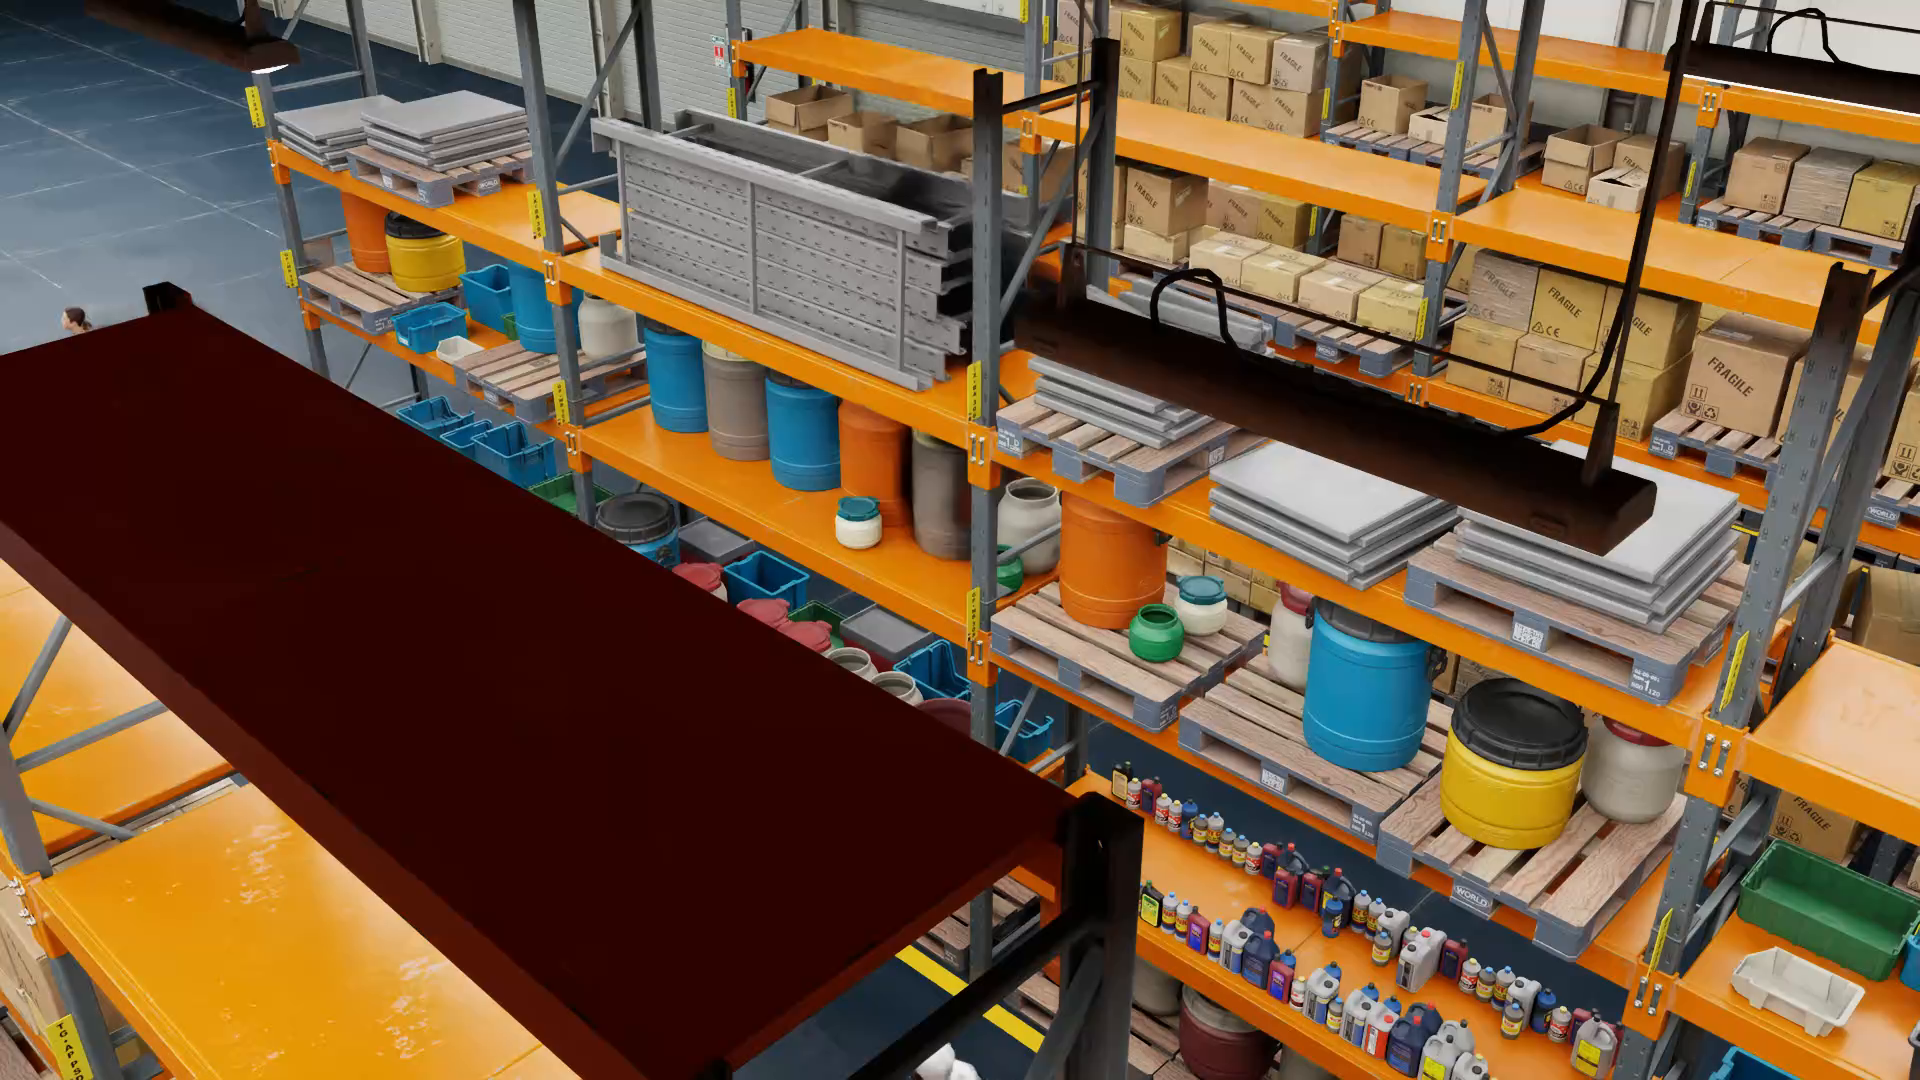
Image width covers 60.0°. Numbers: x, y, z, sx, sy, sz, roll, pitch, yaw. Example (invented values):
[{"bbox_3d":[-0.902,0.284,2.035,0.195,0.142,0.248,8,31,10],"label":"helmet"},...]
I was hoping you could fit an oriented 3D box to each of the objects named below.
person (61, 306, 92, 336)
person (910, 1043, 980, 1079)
[{"bbox_3d":[-9.121,-1.659,17.517,0.697,1.703,0.563,-10,31,-17],"label":"person"},{"bbox_3d":[-0.181,3.124,8.355,0.543,1.727,0.685,19,34,29],"label":"person"}]
